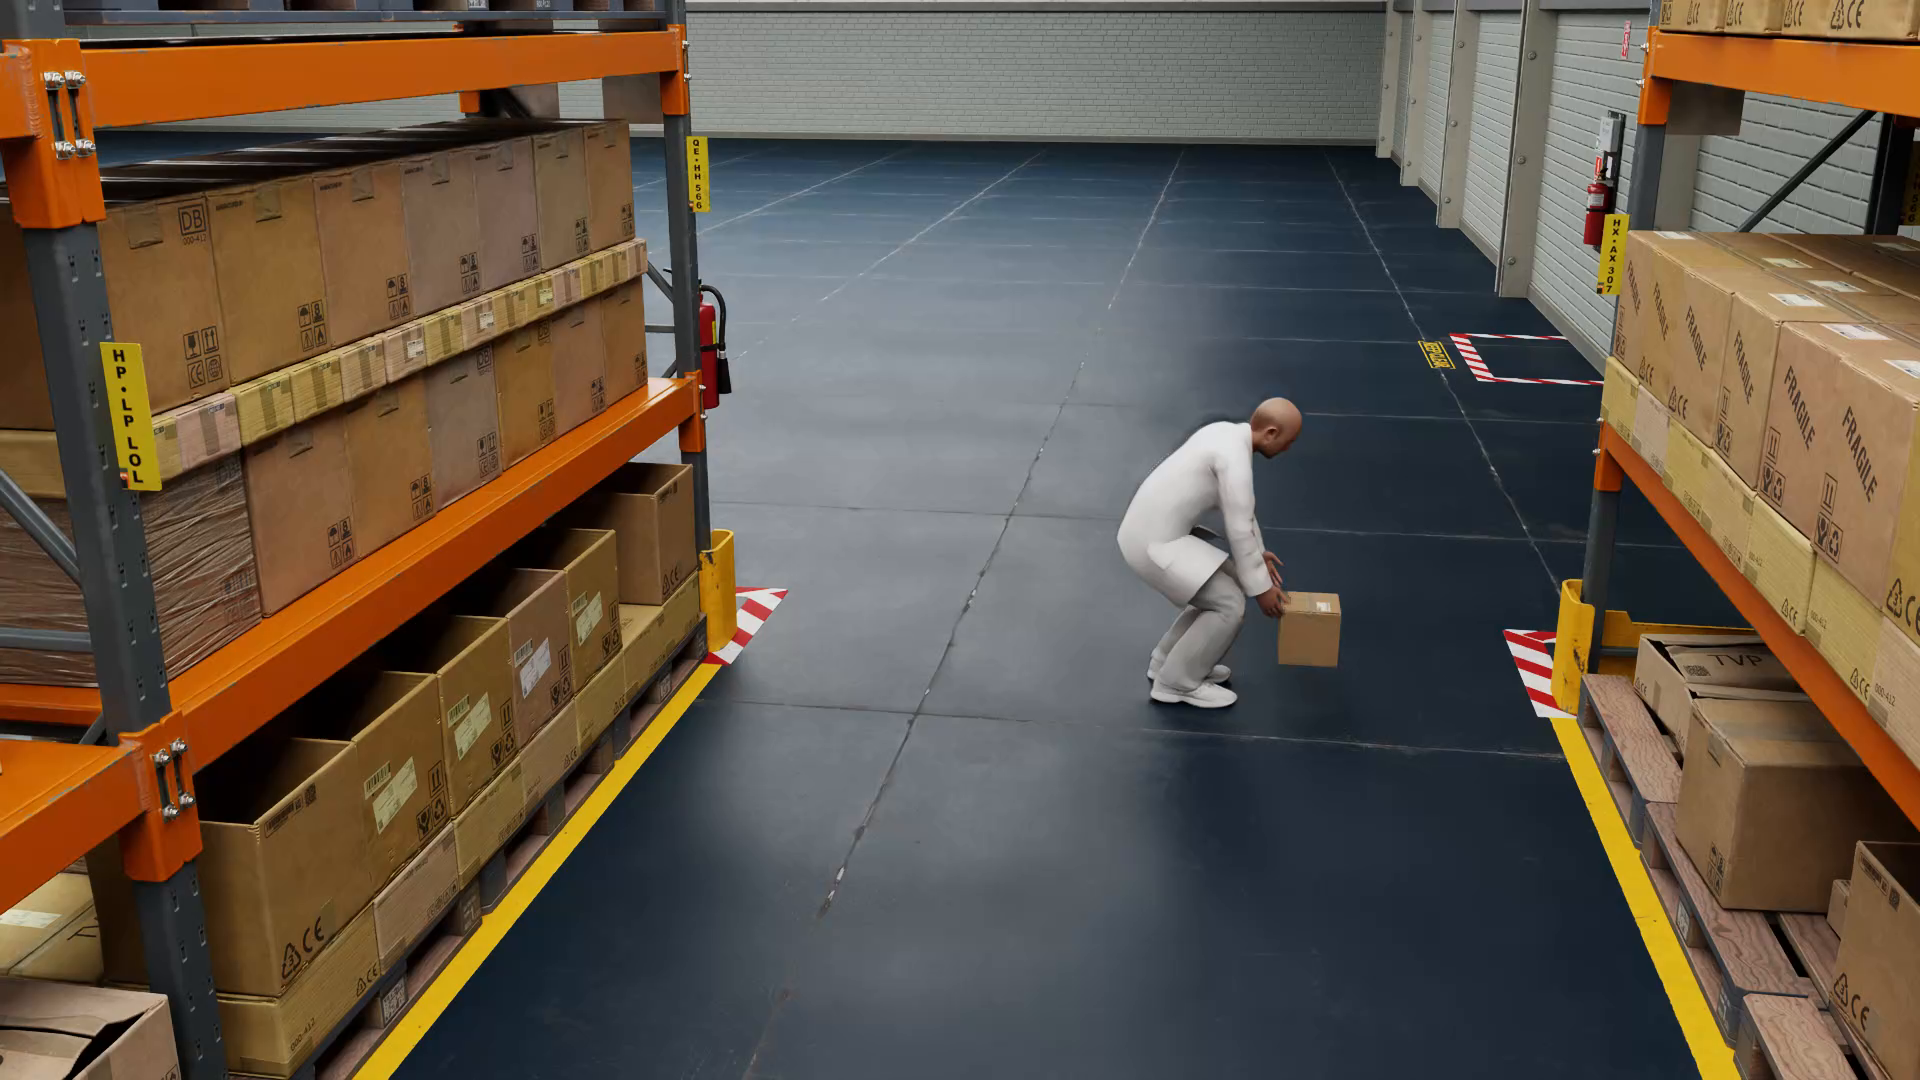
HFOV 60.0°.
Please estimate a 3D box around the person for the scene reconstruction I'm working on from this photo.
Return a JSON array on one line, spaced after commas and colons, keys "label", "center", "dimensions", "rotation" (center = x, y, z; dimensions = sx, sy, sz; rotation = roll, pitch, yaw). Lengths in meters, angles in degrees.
[{"label": "person", "center": [1.066, 0.034, 7.228], "dimensions": [0.764, 1.322, 0.631], "rotation": [3, 18, 9]}]
